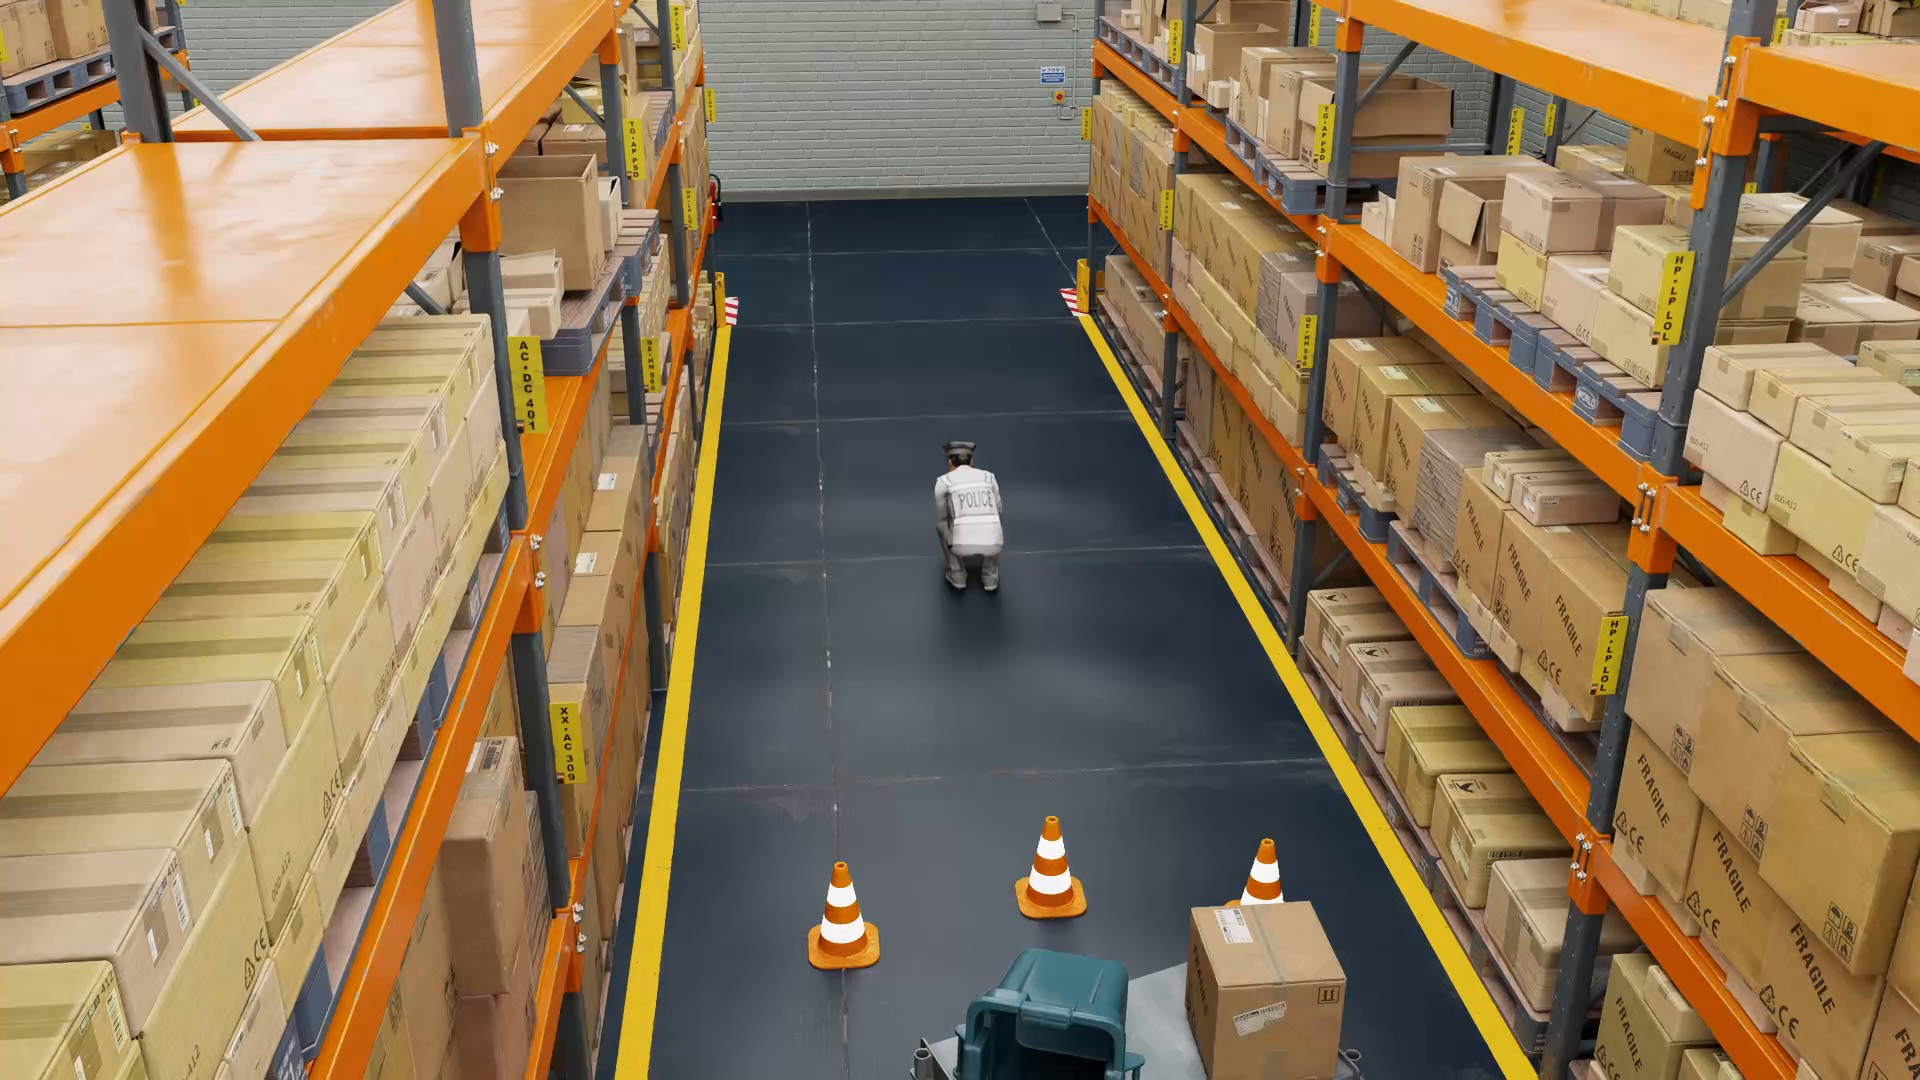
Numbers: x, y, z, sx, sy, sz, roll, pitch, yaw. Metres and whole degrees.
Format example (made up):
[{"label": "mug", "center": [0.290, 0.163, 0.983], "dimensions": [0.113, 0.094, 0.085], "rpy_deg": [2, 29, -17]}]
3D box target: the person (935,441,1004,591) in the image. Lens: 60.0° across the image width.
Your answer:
[{"label": "person", "center": [0.073, -0.178, 11.587], "dimensions": [0.490, 0.969, 0.823], "rpy_deg": [-2, 24, -6]}]
